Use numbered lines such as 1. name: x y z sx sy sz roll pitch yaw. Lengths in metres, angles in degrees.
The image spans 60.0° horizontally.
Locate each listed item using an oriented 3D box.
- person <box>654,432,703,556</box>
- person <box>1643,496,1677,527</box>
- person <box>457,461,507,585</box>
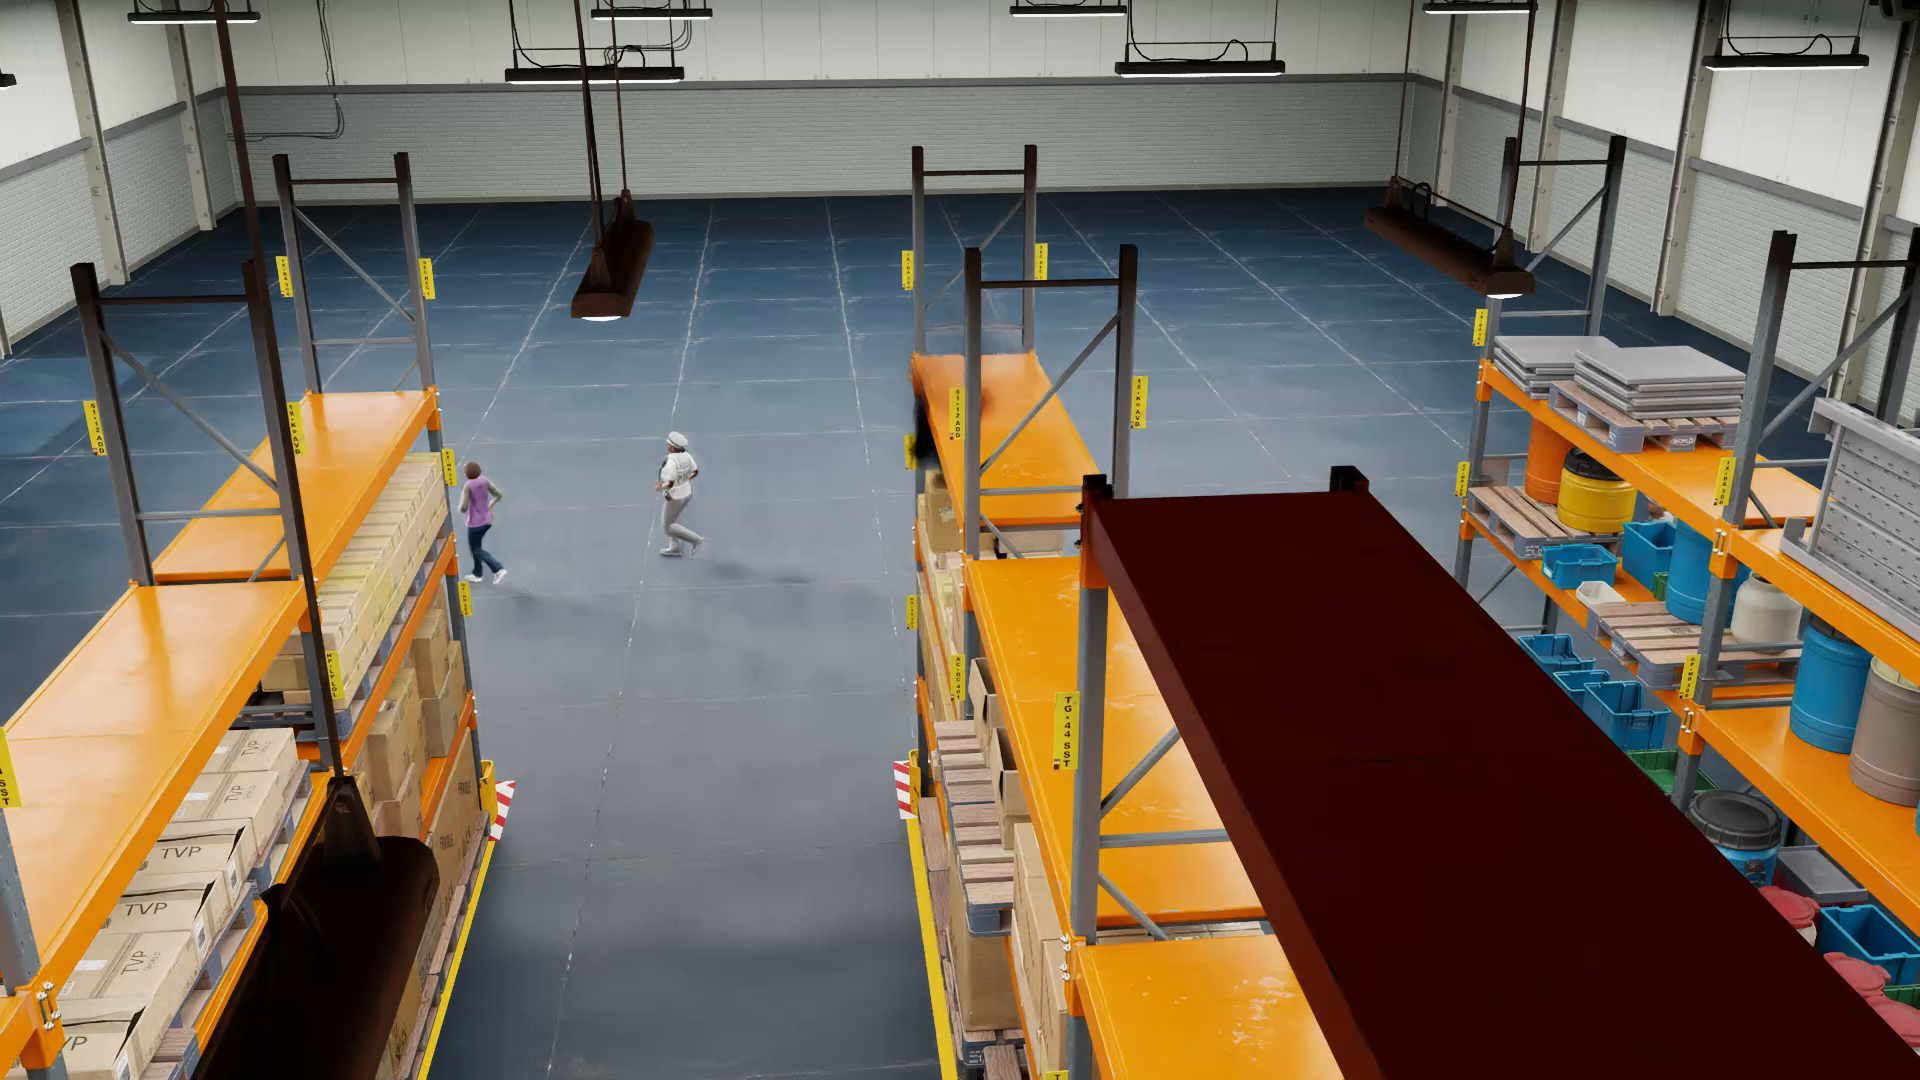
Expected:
1. person: -3.500 -0.560 20.808 0.678 1.654 0.579 9 23 21
2. person: 7.624 0.317 18.383 0.842 1.831 0.674 7 23 18
3. person: -5.748 -0.194 19.976 0.750 1.586 0.558 11 24 26
